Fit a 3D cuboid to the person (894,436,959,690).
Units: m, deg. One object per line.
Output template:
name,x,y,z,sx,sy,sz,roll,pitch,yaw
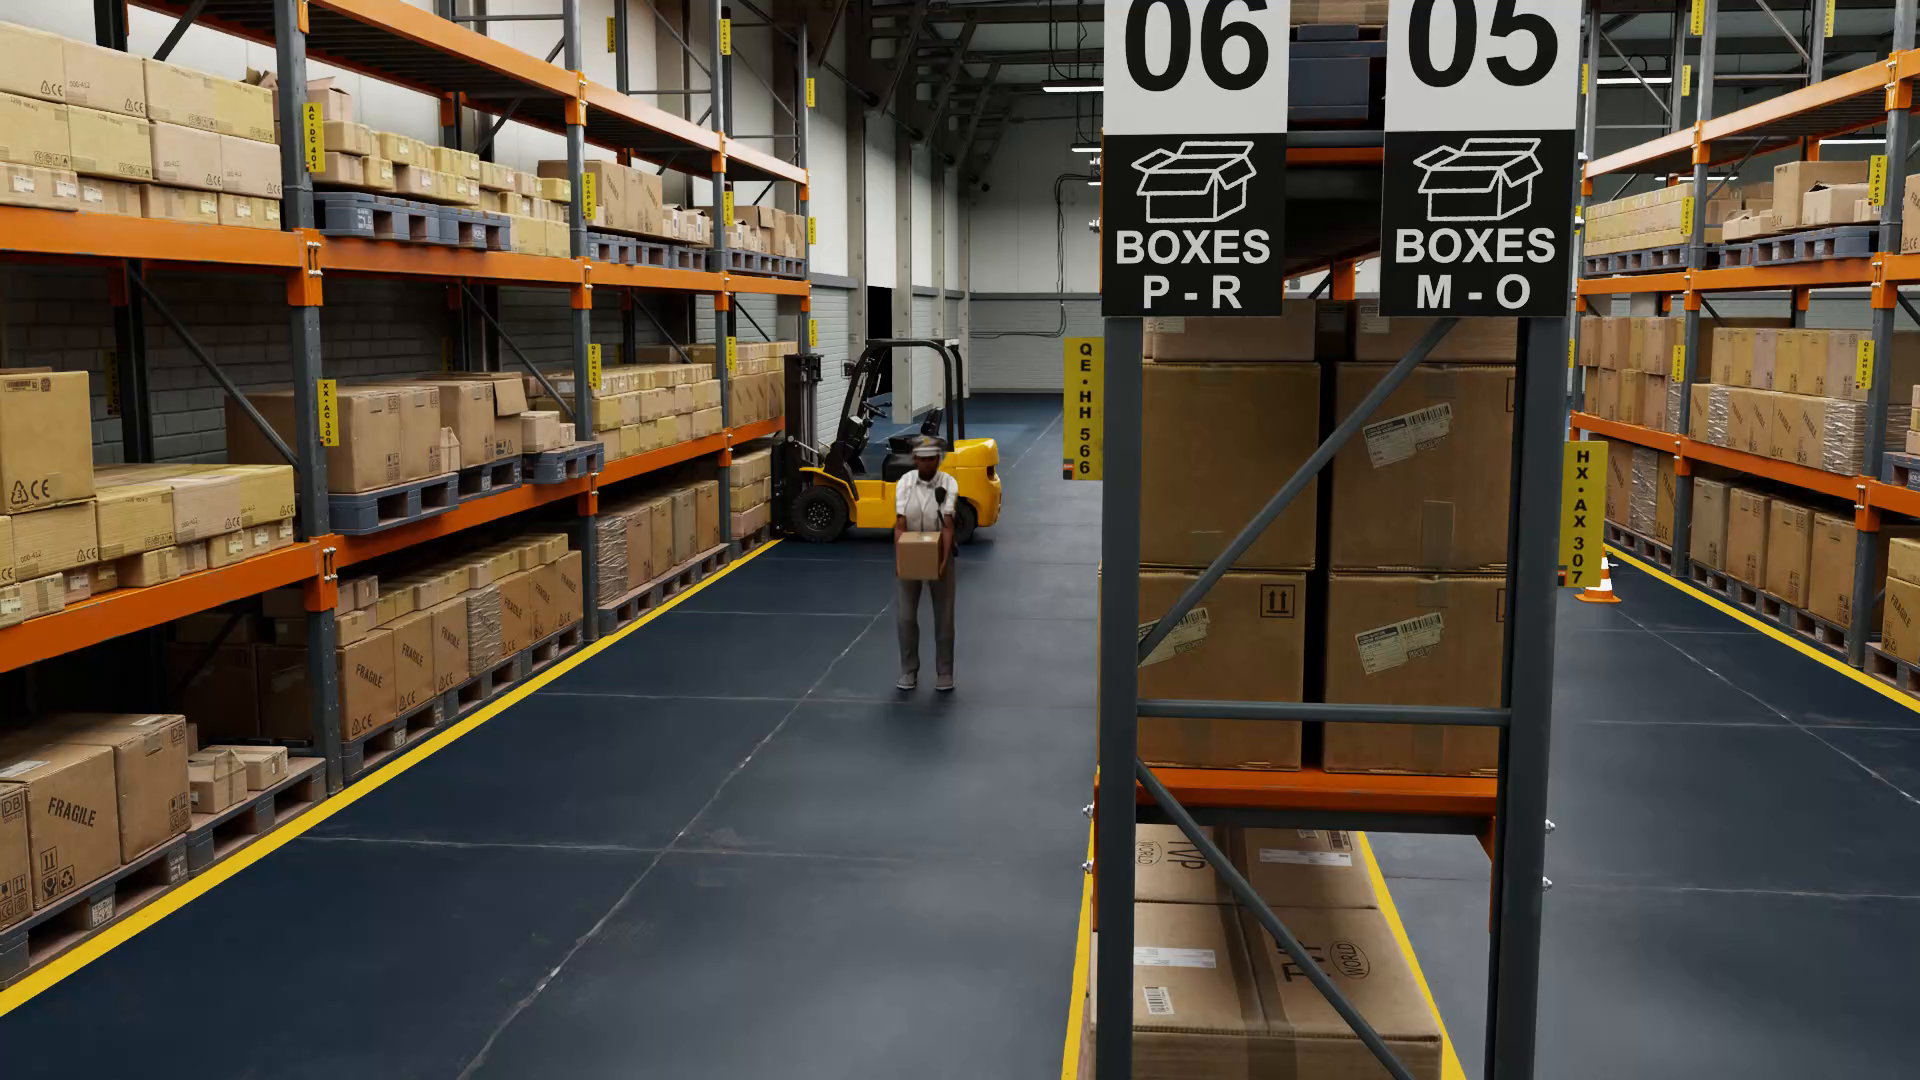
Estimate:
person,-0.220,0.149,10.736,0.416,1.663,0.544,1,8,5
